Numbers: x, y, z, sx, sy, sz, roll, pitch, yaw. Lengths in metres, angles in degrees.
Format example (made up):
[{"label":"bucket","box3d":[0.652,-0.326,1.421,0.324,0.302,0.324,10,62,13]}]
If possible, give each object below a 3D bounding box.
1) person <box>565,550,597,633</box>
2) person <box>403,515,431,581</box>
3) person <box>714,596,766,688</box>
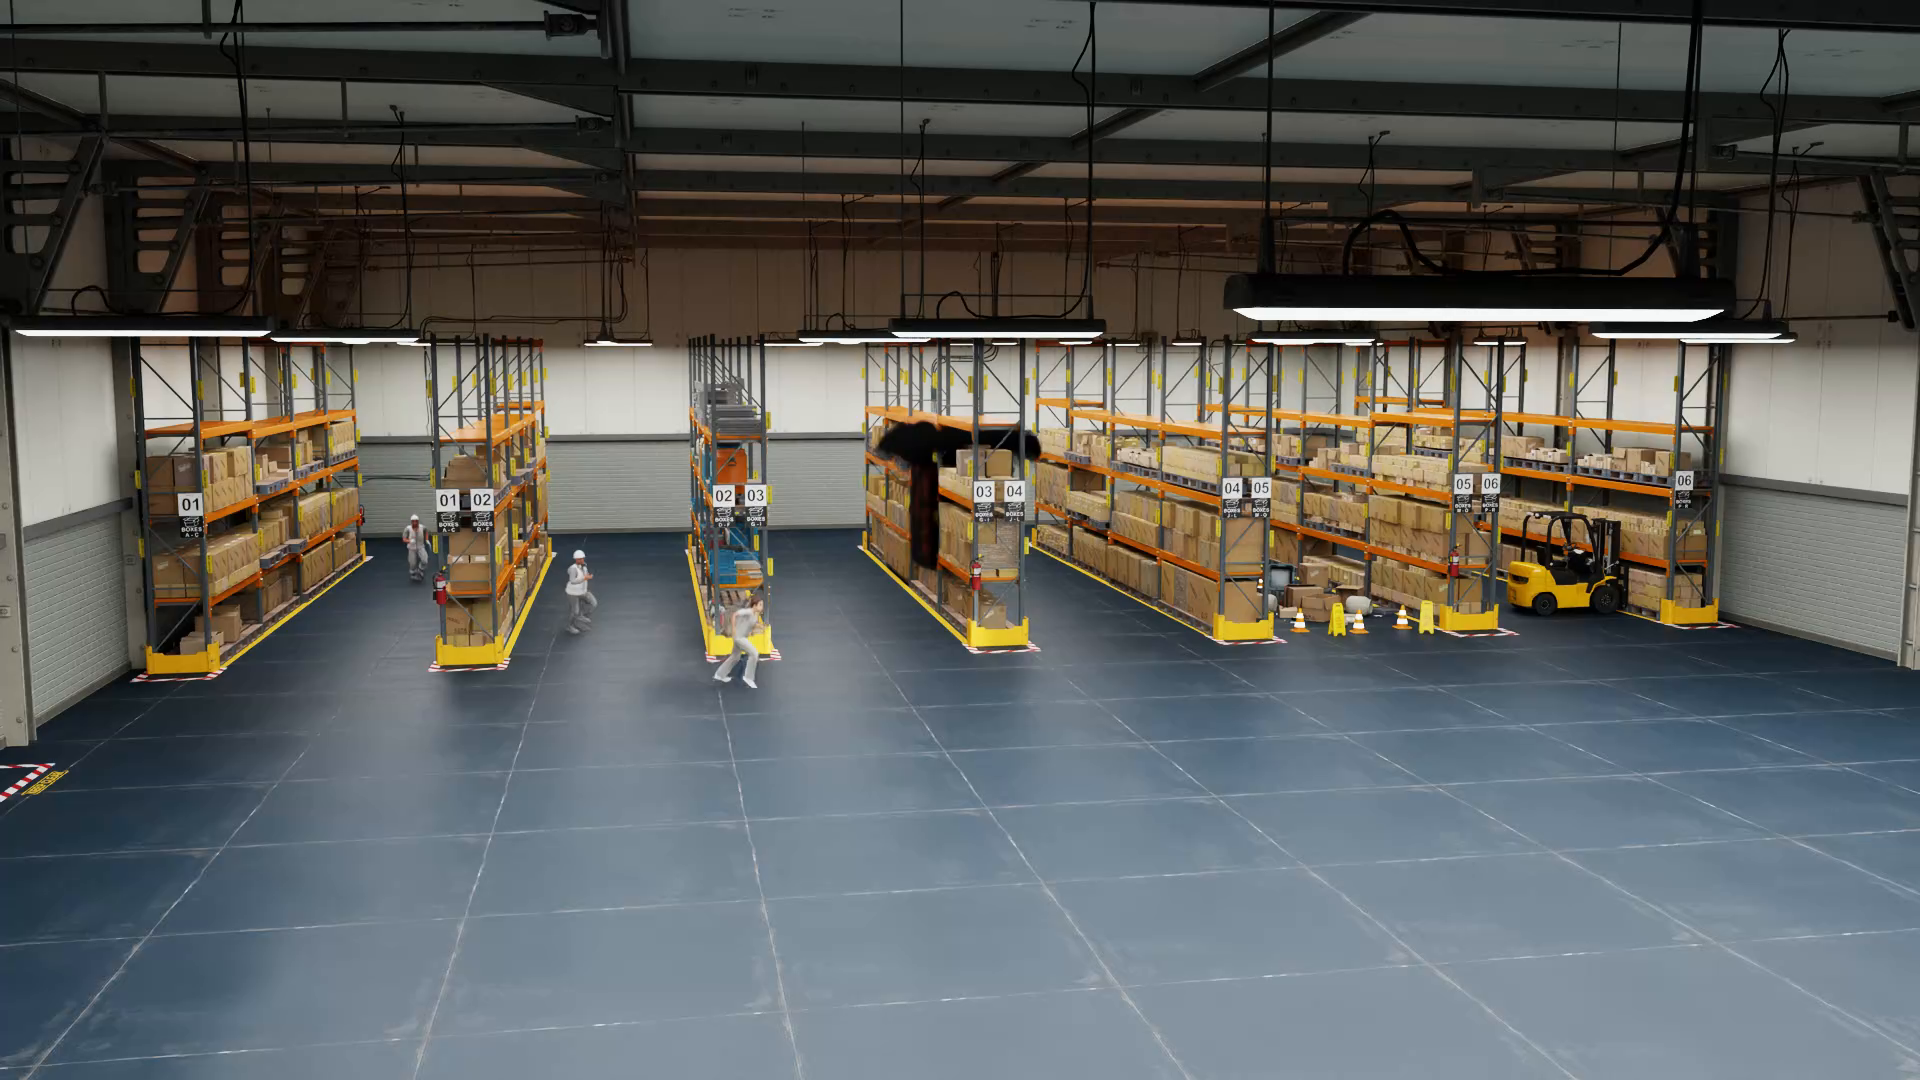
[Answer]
[{"label":"person","box3d":[-7.672,1.056,33.346,0.863,1.730,0.624,4,8,30]},{"label":"person","box3d":[-13.308,0.206,40.783,0.704,1.676,0.910,-3,7,-27]},{"label":"person","box3d":[-3.749,1.742,28.226,0.956,1.602,0.608,2,7,16]}]
